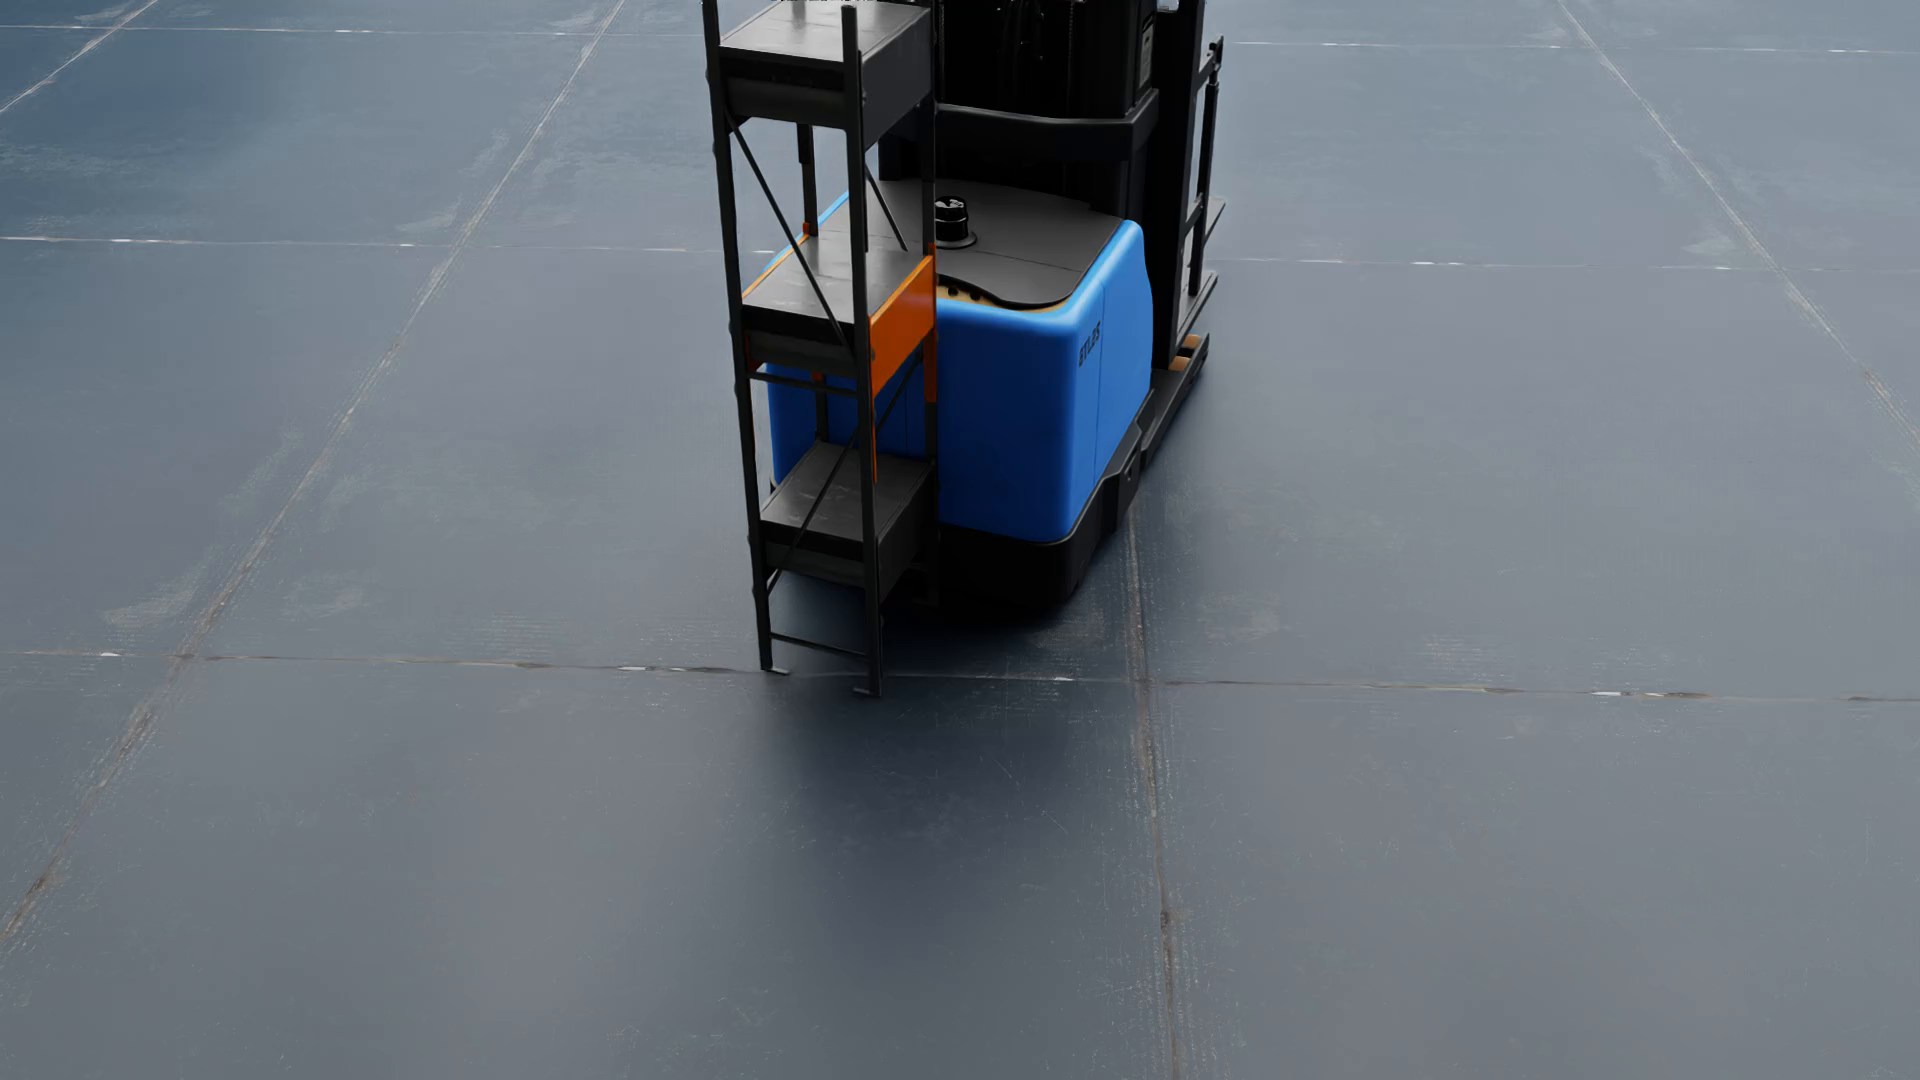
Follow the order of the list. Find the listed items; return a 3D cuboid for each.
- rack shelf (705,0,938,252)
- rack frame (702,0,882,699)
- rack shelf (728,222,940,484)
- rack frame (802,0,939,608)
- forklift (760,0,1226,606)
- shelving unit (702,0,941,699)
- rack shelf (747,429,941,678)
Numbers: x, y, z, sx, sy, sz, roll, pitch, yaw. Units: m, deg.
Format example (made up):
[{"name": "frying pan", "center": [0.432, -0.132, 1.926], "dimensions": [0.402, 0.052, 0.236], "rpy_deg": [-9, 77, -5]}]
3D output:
[{"name": "rack shelf", "center": [-0.344, -1.111, 4.311], "dimensions": [0.431, 0.518, 0.480], "rpy_deg": [12, 37, 17]}, {"name": "rack frame", "center": [-0.429, -0.418, 4.519], "dimensions": [0.400, 2.100, 0.015], "rpy_deg": [12, 37, 17]}, {"name": "rack shelf", "center": [-0.344, -0.538, 4.714], "dimensions": [0.431, 0.518, 0.480], "rpy_deg": [12, 37, 17]}, {"name": "rack frame", "center": [-0.258, -0.681, 4.893], "dimensions": [0.400, 2.100, 0.015], "rpy_deg": [12, 37, 17]}, {"name": "forklift", "center": [0.360, -1.831, 5.806], "dimensions": [1.130, 2.935, 3.031], "rpy_deg": [12, 37, 17]}, {"name": "shelving unit", "center": [-0.344, -0.549, 4.706], "dimensions": [0.431, 2.100, 0.503], "rpy_deg": [12, 37, 17]}, {"name": "rack shelf", "center": [-0.344, 0.034, 5.116], "dimensions": [0.431, 0.518, 0.480], "rpy_deg": [12, 37, 17]}]
